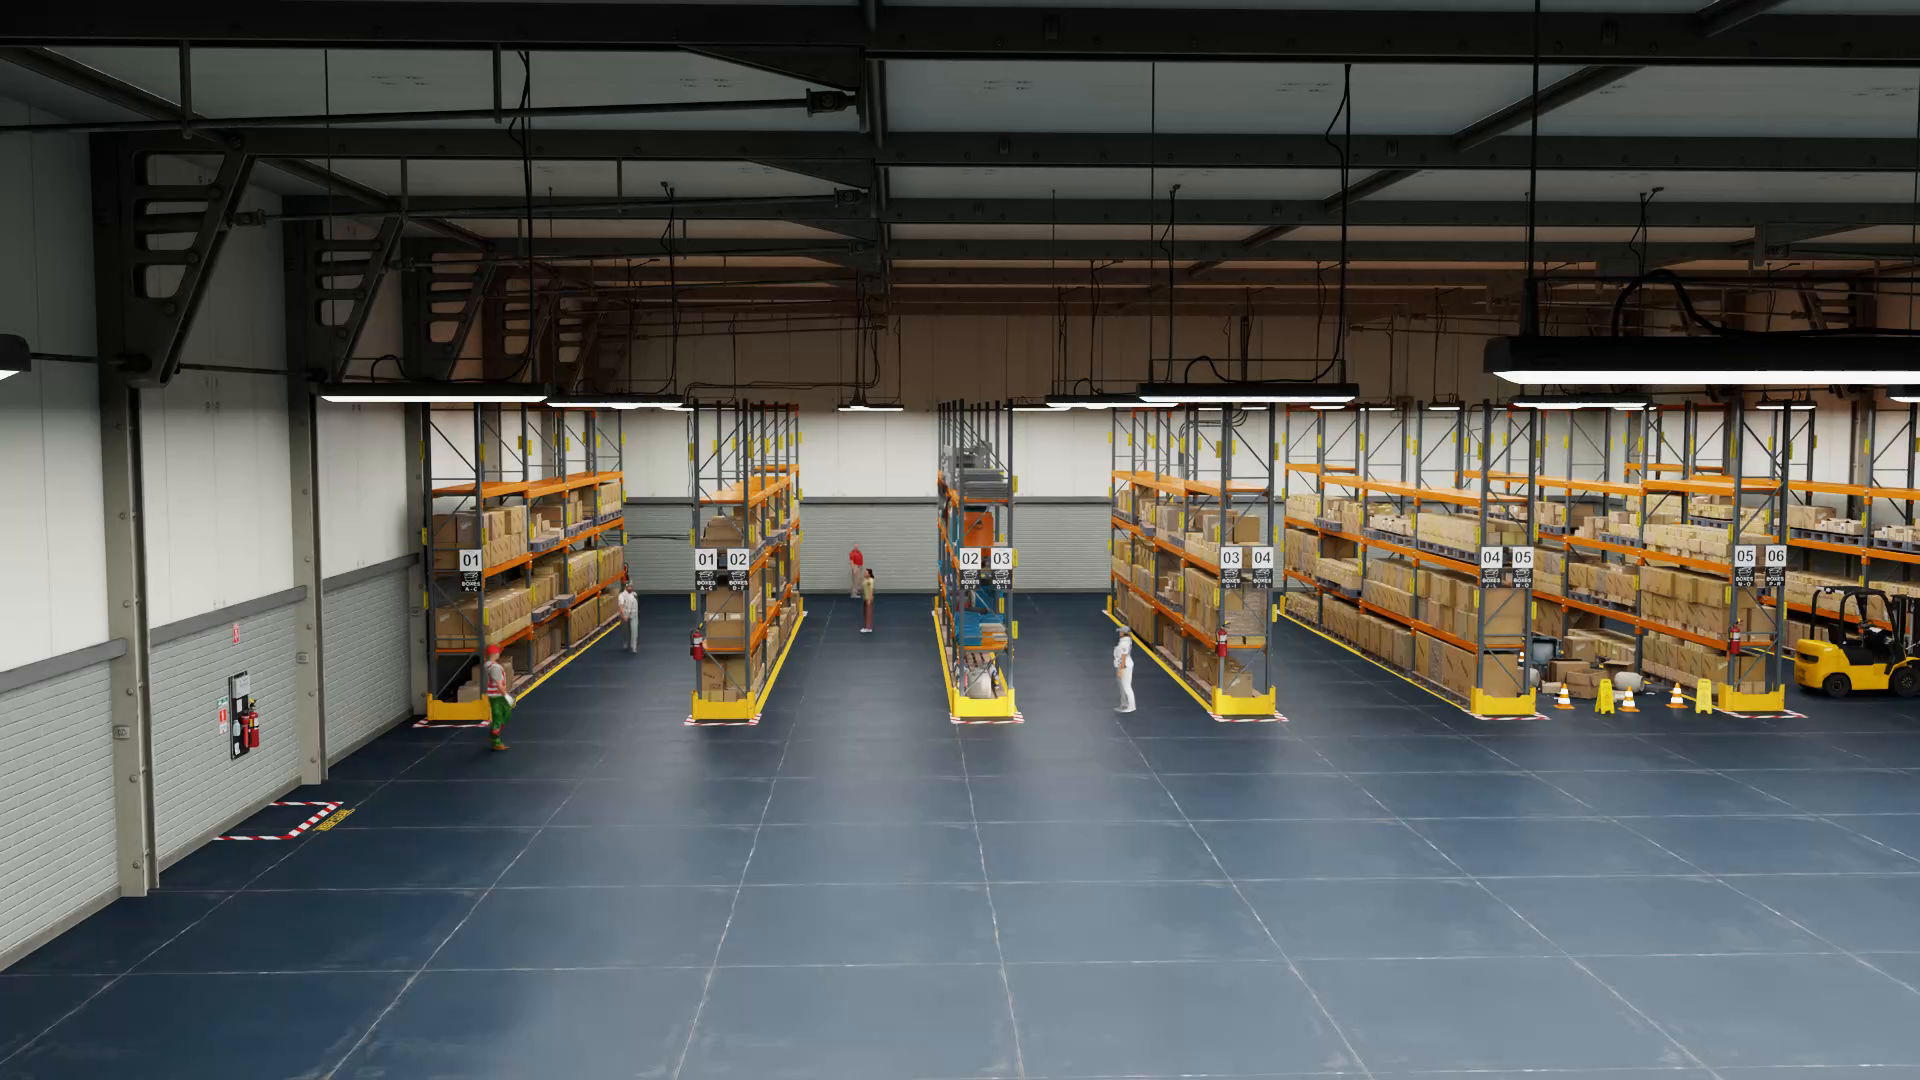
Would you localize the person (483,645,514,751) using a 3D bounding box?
[{"bbox_3d":[-7.866,2.674,28.401,0.555,1.792,0.619,0,4,-6],"label":"person"}]

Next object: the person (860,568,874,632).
[{"bbox_3d":[-2.467,1.579,43.660,0.409,1.702,0.549,-2,5,-26],"label":"person"}]

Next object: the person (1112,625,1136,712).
[{"bbox_3d":[3.135,2.474,31.936,0.472,1.681,0.510,-1,4,-8],"label":"person"}]

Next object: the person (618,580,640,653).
[{"bbox_3d":[-7.943,1.821,39.936,0.507,1.723,1.033,-1,4,-11],"label":"person"}]

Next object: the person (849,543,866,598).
[{"bbox_3d":[-3.168,0.949,51.507,0.475,1.739,0.606,1,4,9],"label":"person"}]
